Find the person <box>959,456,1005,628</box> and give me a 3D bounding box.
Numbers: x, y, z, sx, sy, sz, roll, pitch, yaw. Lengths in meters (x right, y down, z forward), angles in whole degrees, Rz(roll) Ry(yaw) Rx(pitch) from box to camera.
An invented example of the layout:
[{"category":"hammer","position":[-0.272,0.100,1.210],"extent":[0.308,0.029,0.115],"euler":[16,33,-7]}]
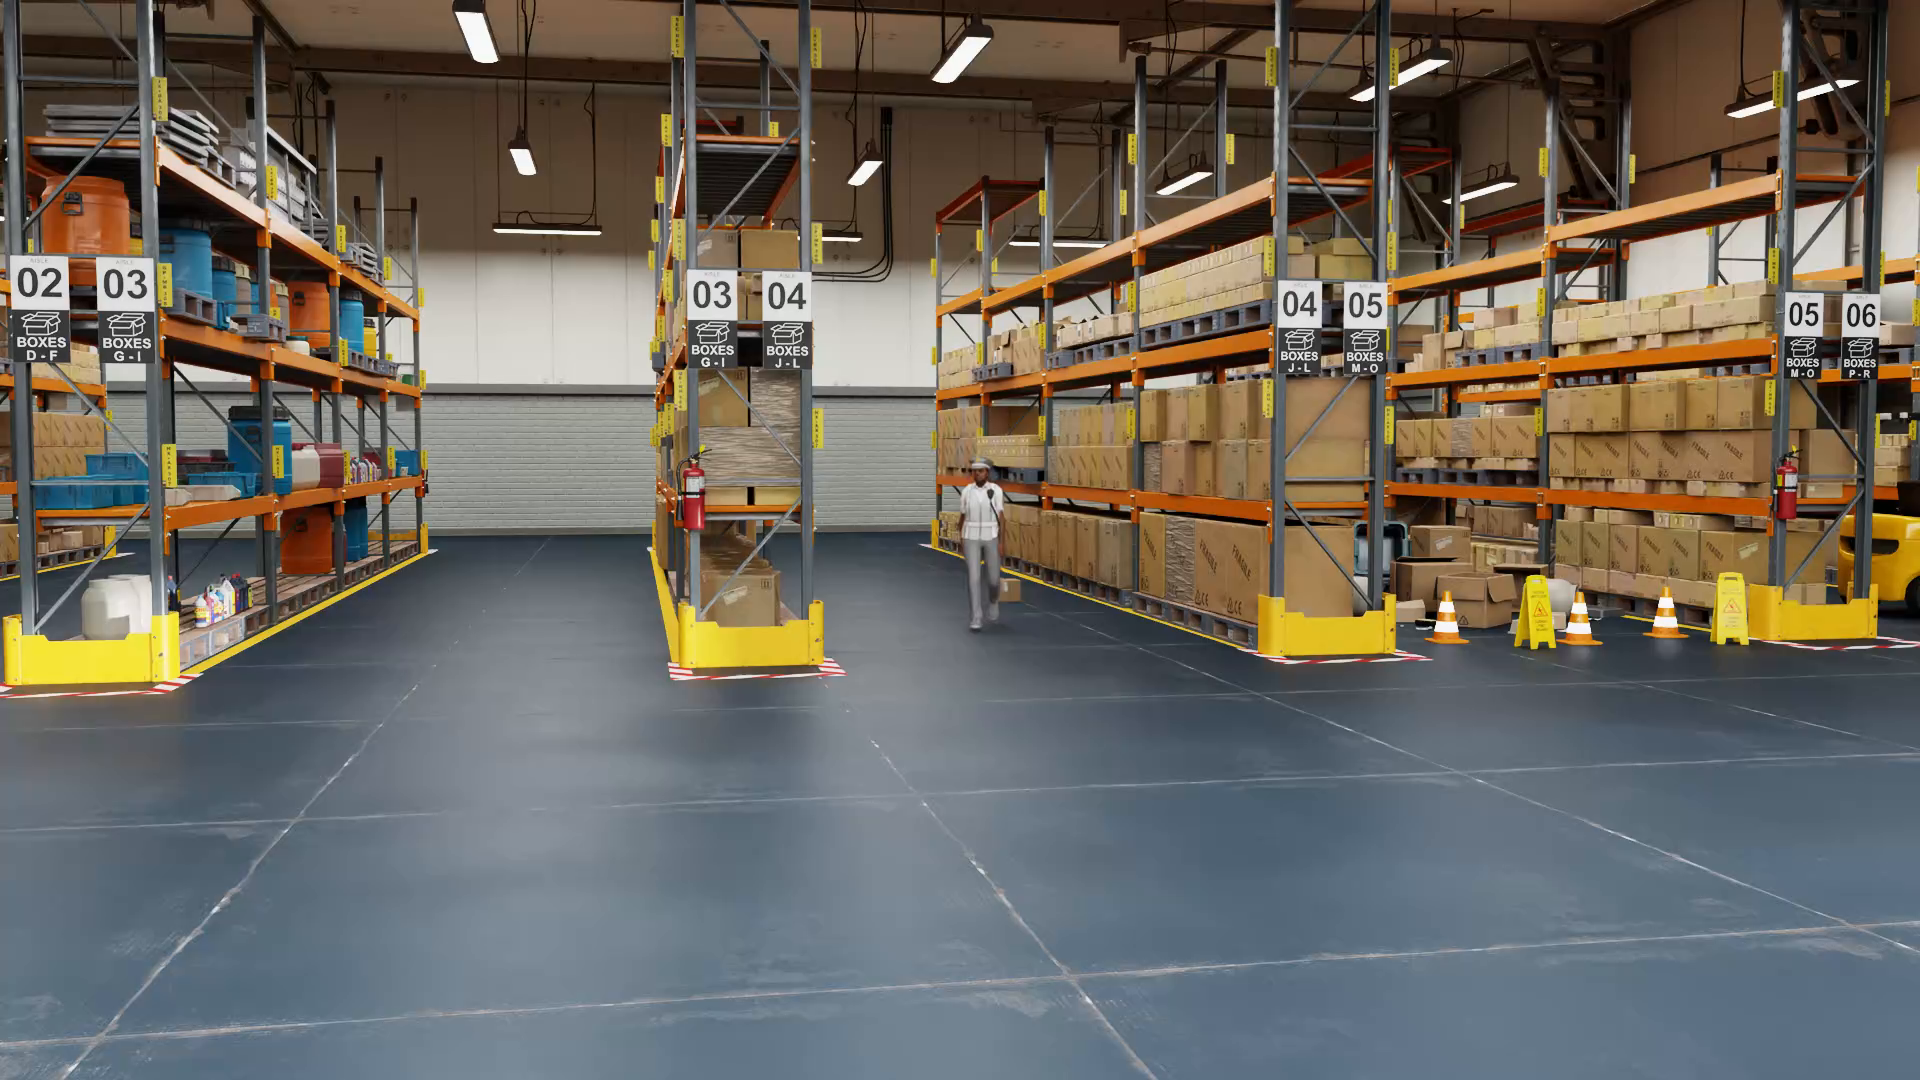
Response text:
[{"category":"person","position":[0.219,0.011,16.301],"extent":[0.460,1.672,0.628],"euler":[0,3,6]}]
